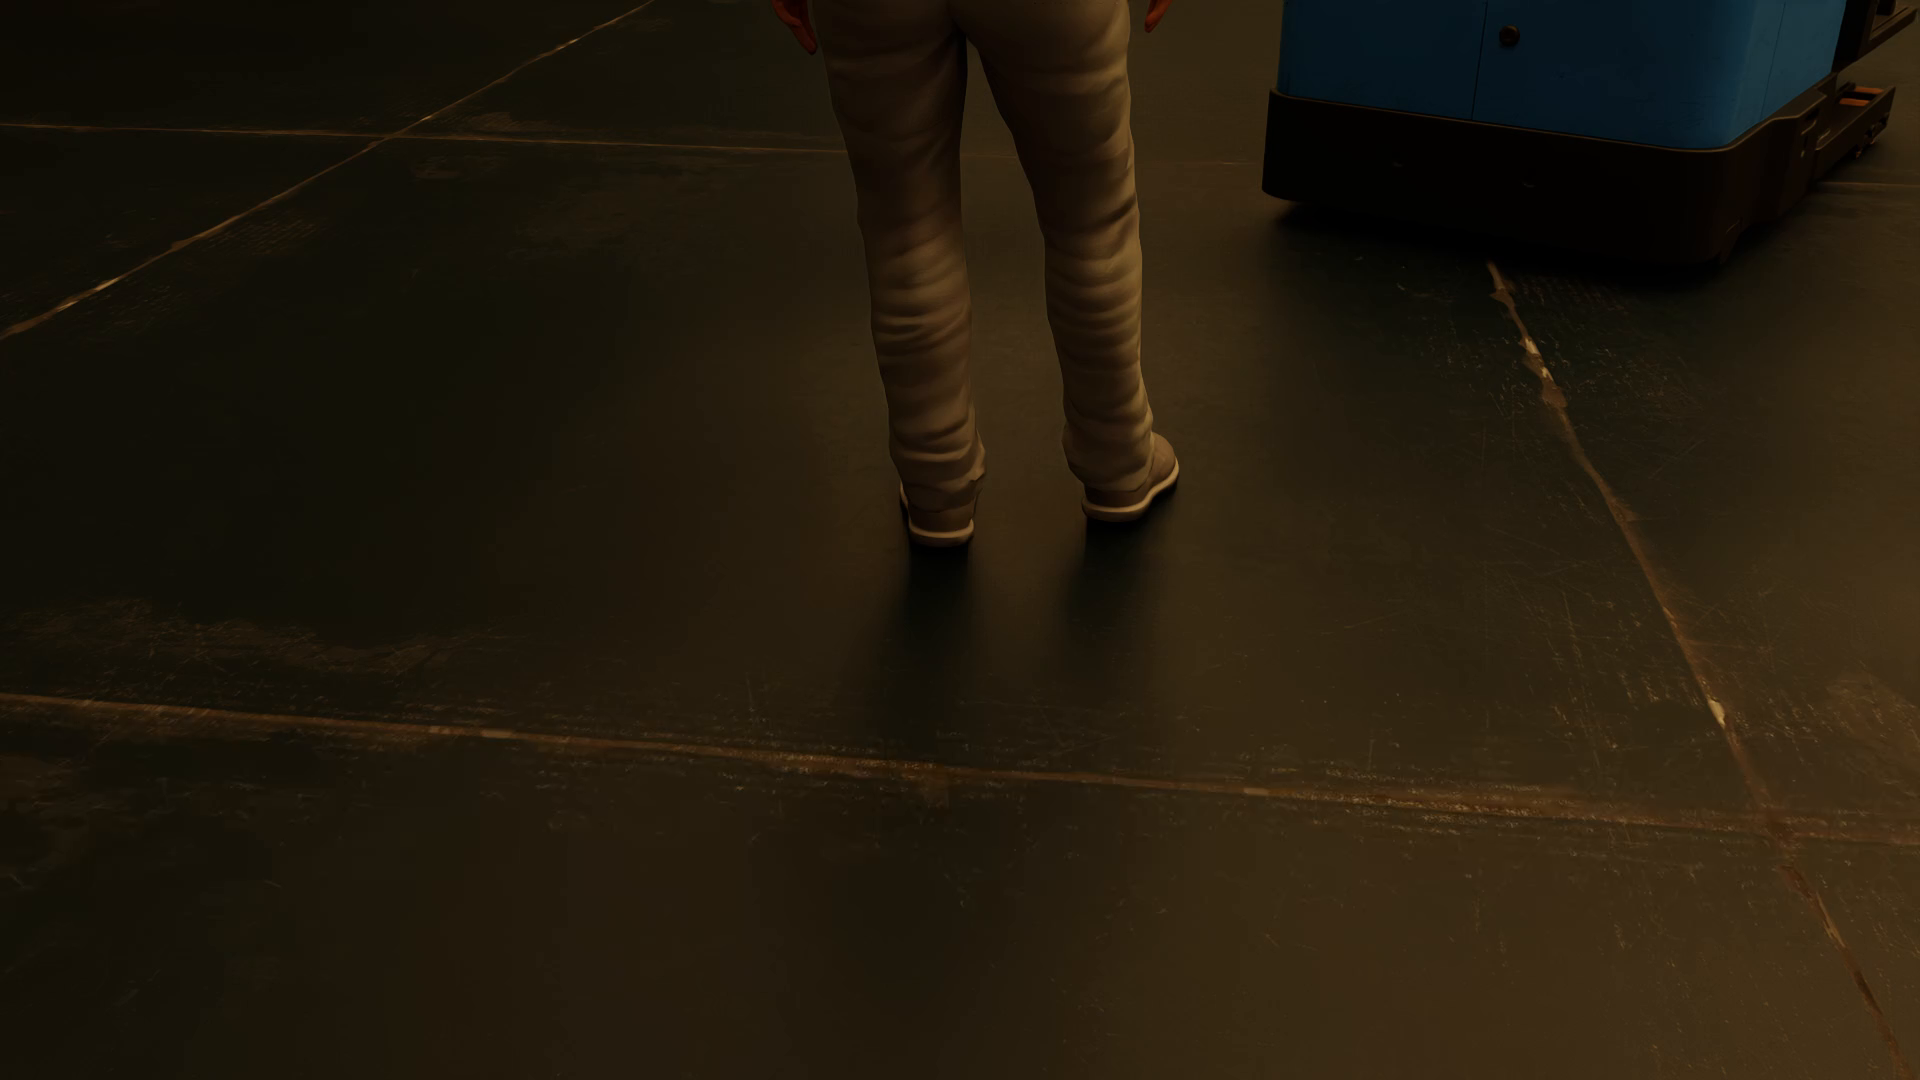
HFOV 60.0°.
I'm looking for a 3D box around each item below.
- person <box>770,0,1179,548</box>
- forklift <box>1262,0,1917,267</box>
[{"bbox_3d":[0.032,-0.785,2.190,0.599,1.670,0.529,3,27,7],"label":"person"},{"bbox_3d":[2.018,-2.488,4.204,1.130,2.935,3.031,18,32,32],"label":"forklift"}]
